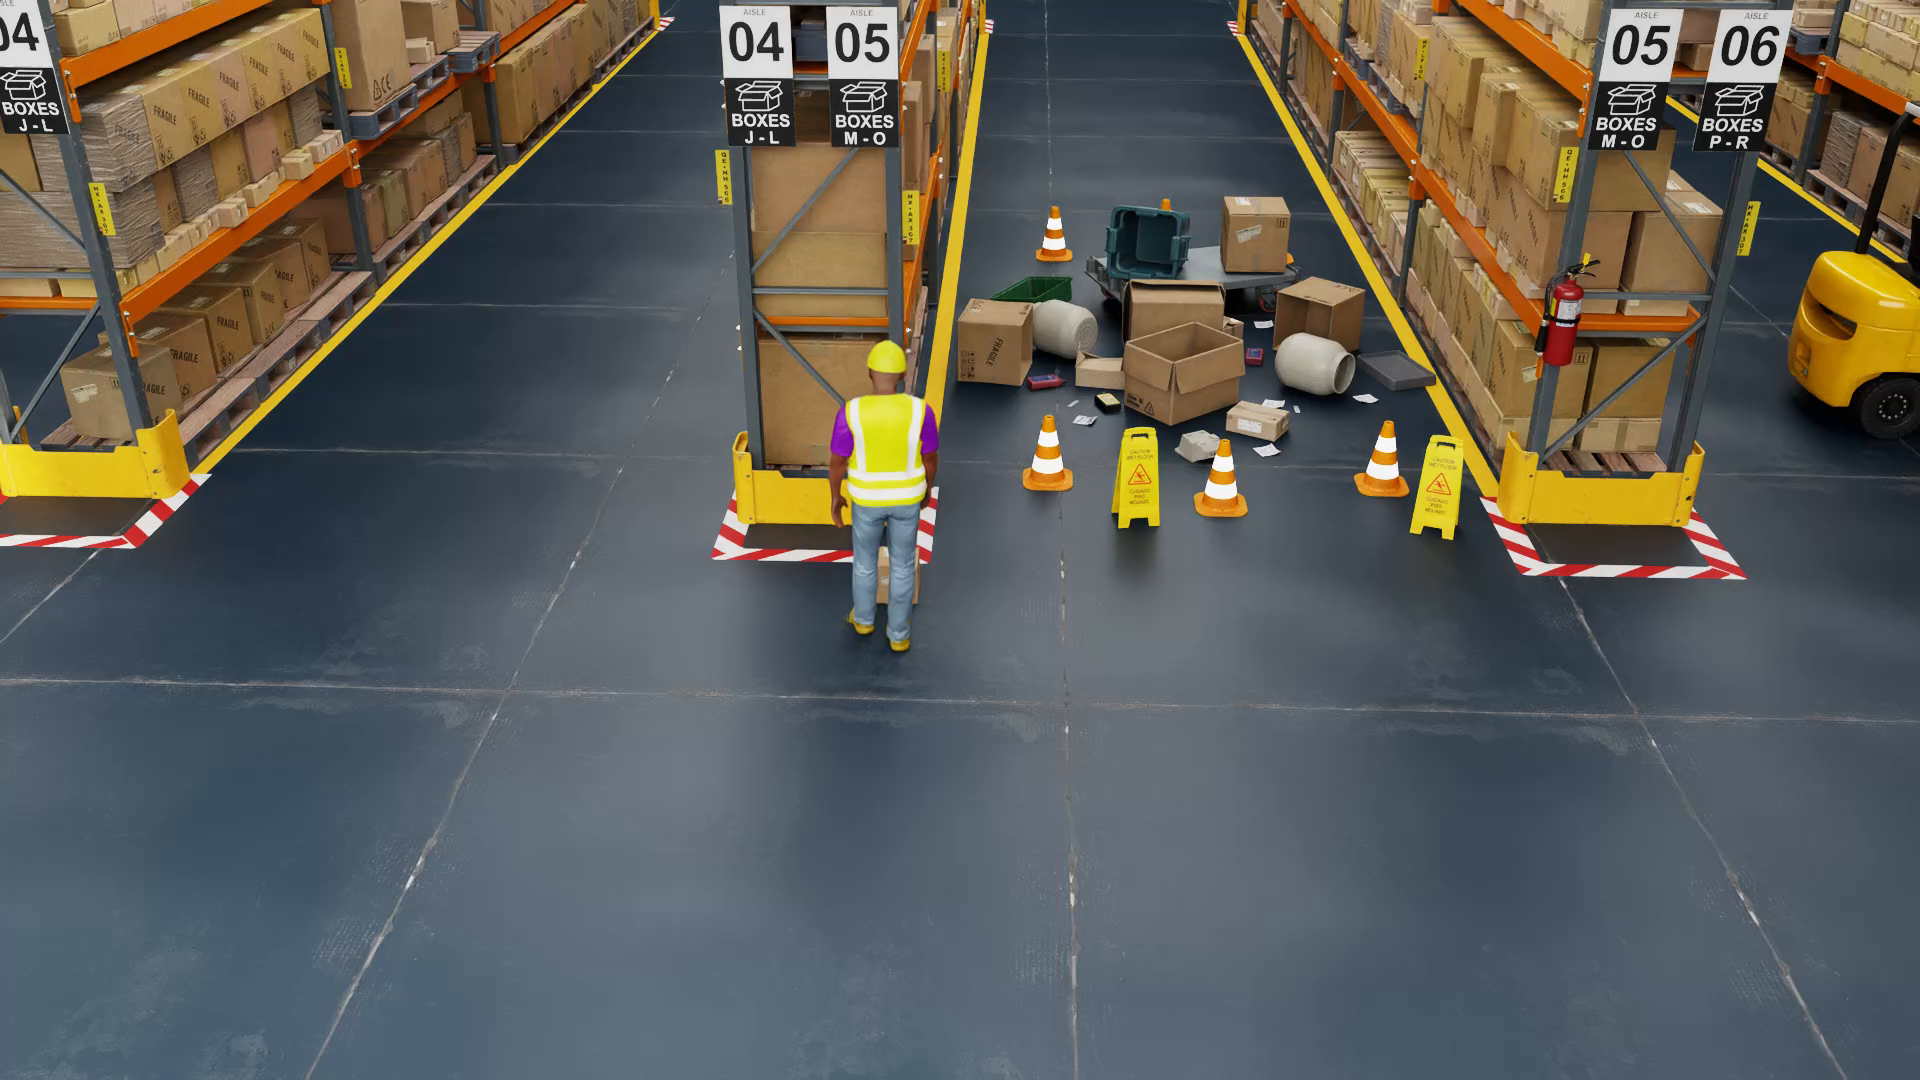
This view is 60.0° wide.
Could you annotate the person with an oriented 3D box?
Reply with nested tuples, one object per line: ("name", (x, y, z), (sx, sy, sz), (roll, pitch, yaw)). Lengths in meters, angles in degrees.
("person", (-0.412, -0.254, 9.065), (0.593, 1.782, 0.545), (-2, 28, -4))
